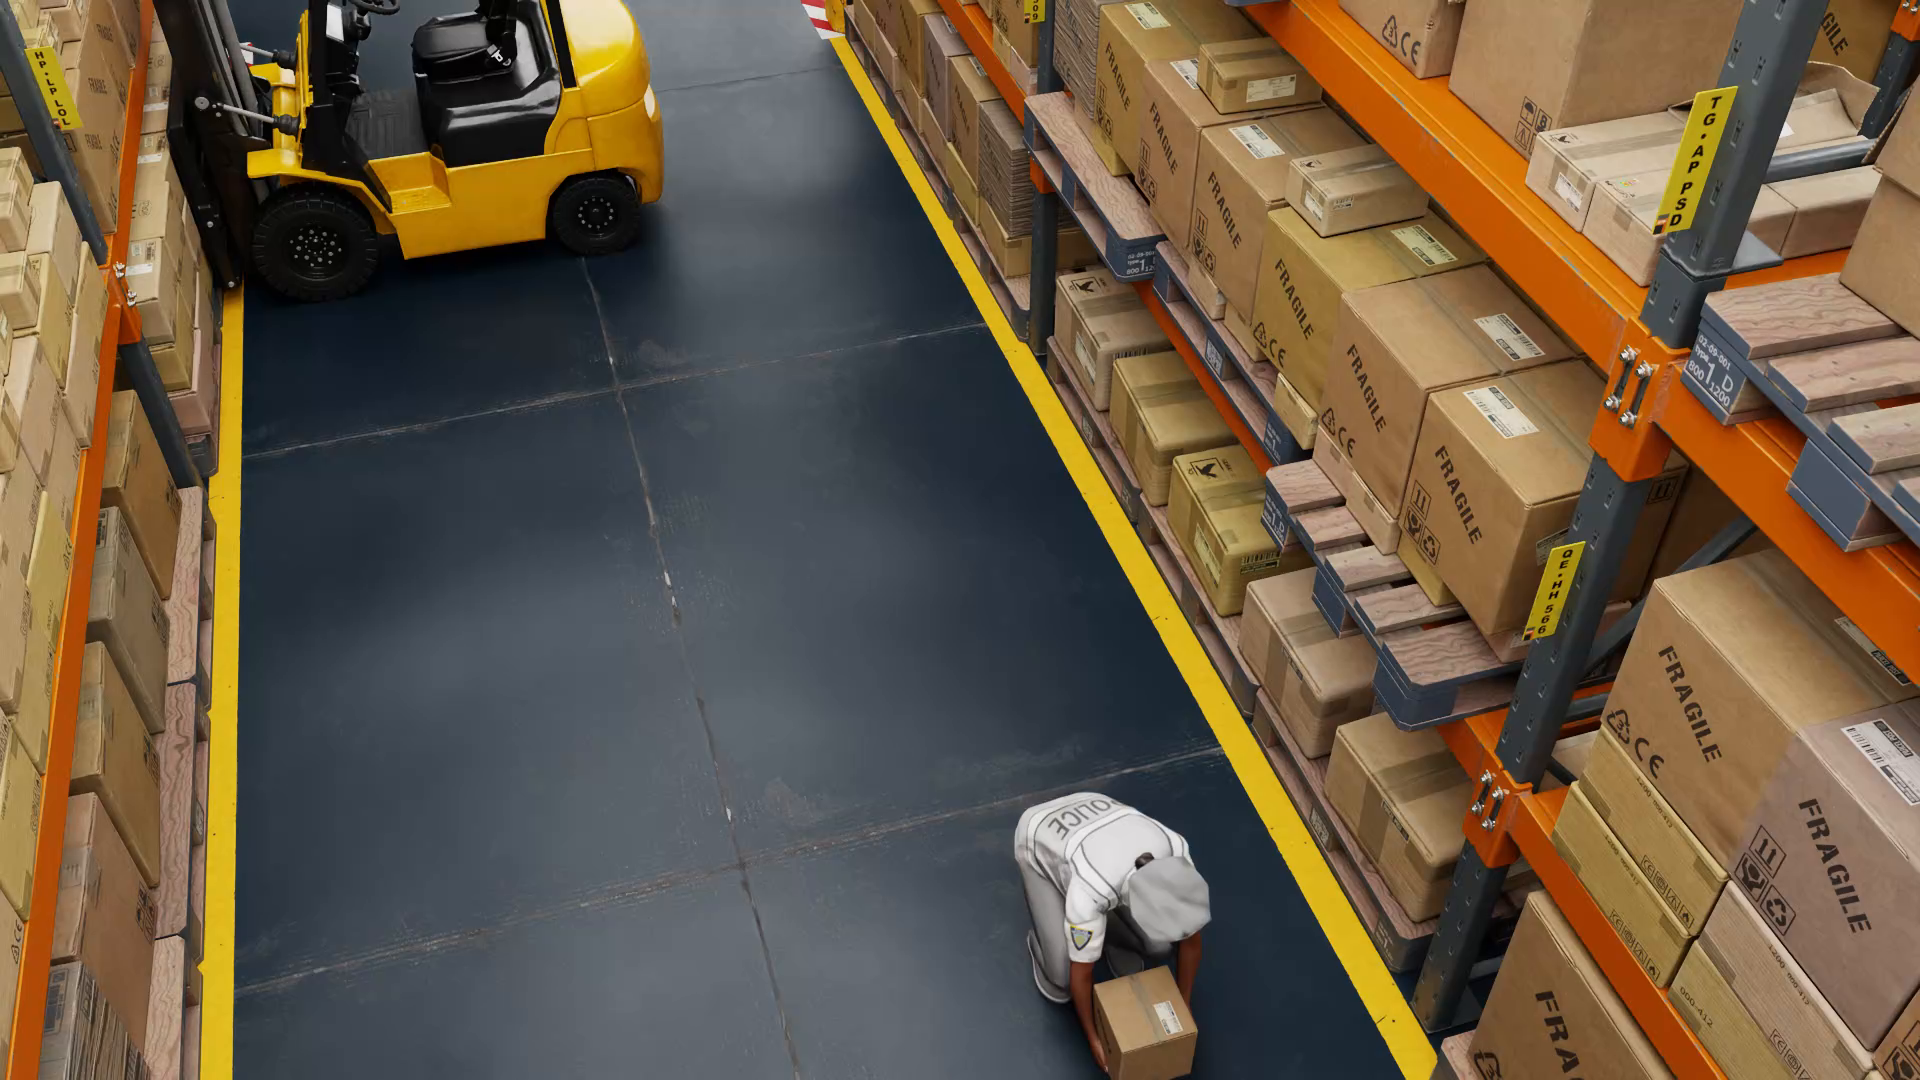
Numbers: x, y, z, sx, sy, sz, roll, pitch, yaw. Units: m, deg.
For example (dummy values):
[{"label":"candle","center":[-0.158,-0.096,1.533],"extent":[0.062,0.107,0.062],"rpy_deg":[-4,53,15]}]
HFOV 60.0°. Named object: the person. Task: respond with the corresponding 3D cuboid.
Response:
[{"label":"person","center":[0.482,1.181,5.384],"extent":[0.480,0.978,0.832],"rpy_deg":[-12,44,-13]}]
